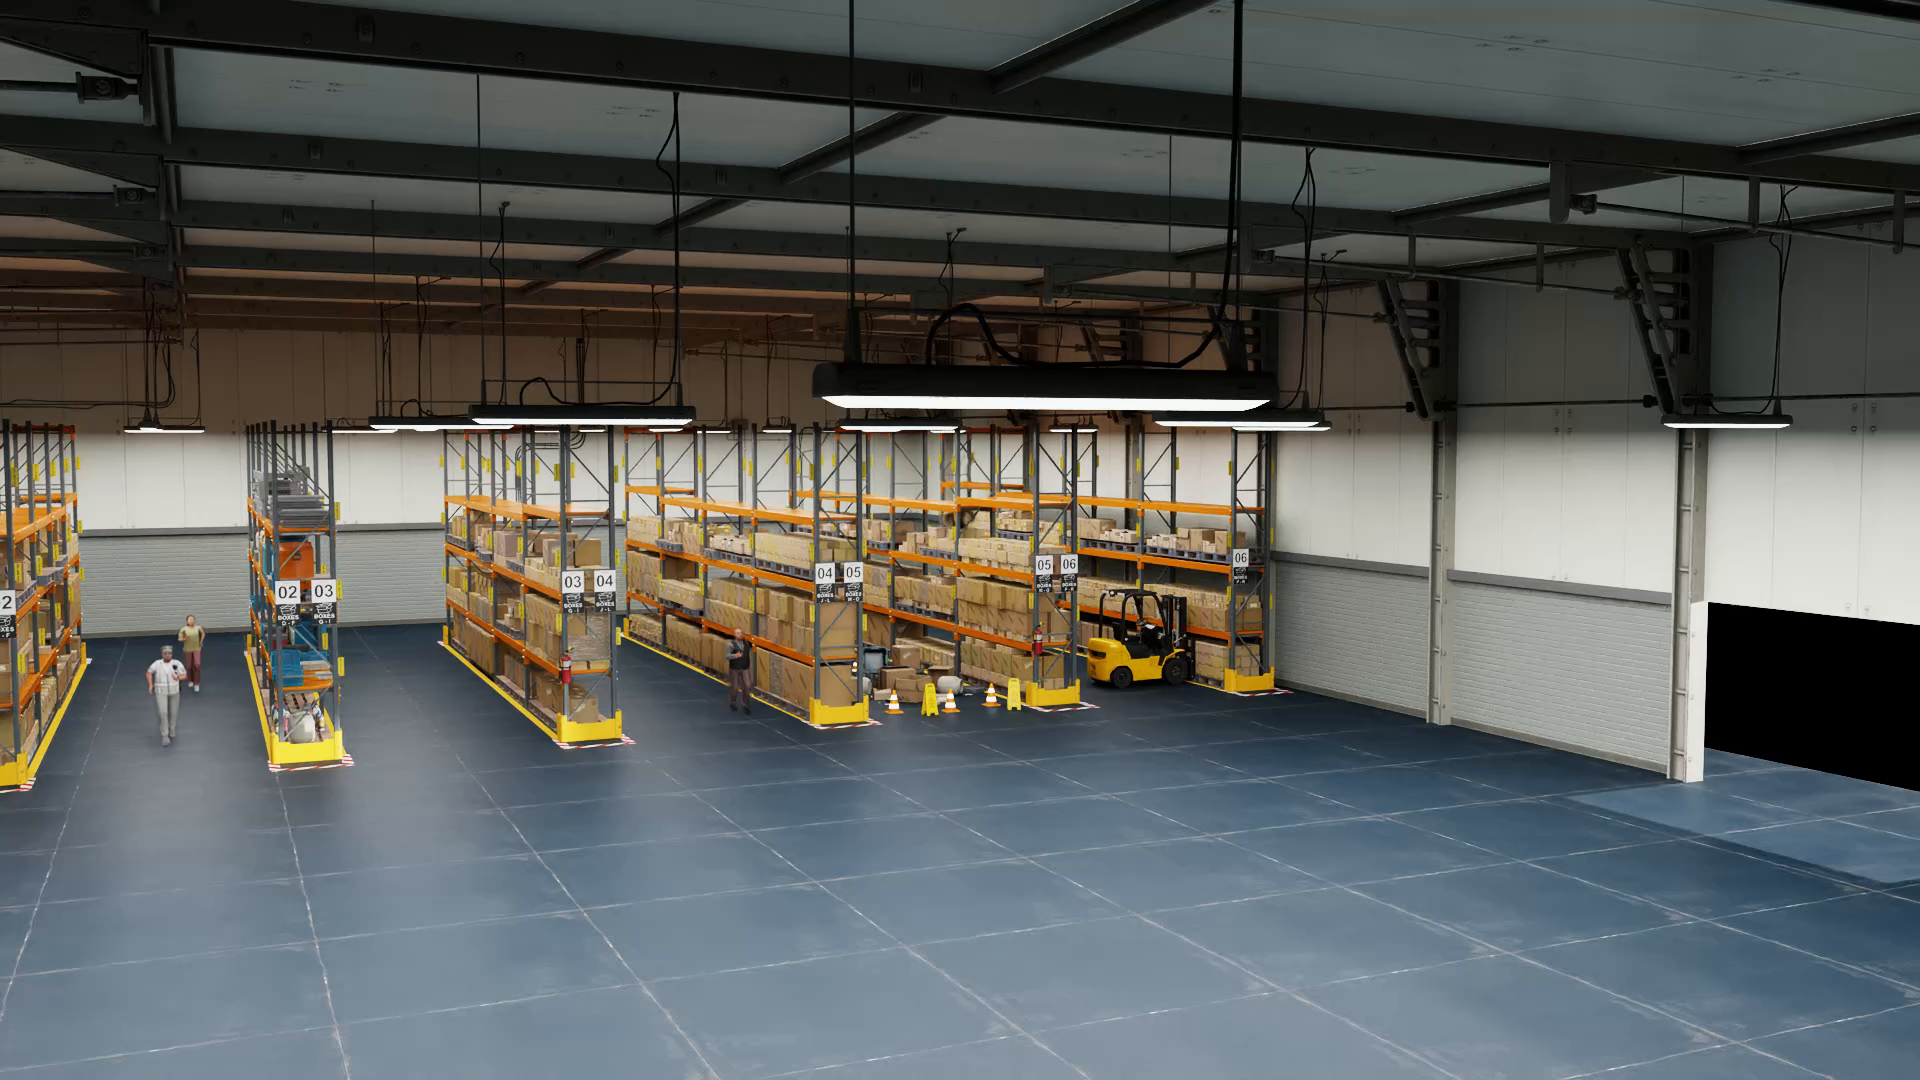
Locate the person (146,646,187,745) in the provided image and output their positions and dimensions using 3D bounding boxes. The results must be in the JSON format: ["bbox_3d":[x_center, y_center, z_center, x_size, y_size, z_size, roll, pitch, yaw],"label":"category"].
[{"bbox_3d":[-14.829,2.867,31.133,0.653,1.799,0.902,-2,4,-33],"label":"person"}]

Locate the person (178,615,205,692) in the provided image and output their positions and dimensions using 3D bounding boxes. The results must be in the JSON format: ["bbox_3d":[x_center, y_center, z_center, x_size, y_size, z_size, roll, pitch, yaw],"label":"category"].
[{"bbox_3d":[-17.309,2.535,37.470,0.562,1.714,0.728,-2,4,-27],"label":"person"}]

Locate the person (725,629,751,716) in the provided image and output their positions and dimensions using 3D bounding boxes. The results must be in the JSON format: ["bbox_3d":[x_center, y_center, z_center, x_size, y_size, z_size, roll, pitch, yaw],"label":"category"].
[{"bbox_3d":[-4.550,2.711,34.289,0.641,1.769,0.740,-2,4,-27],"label":"person"}]
